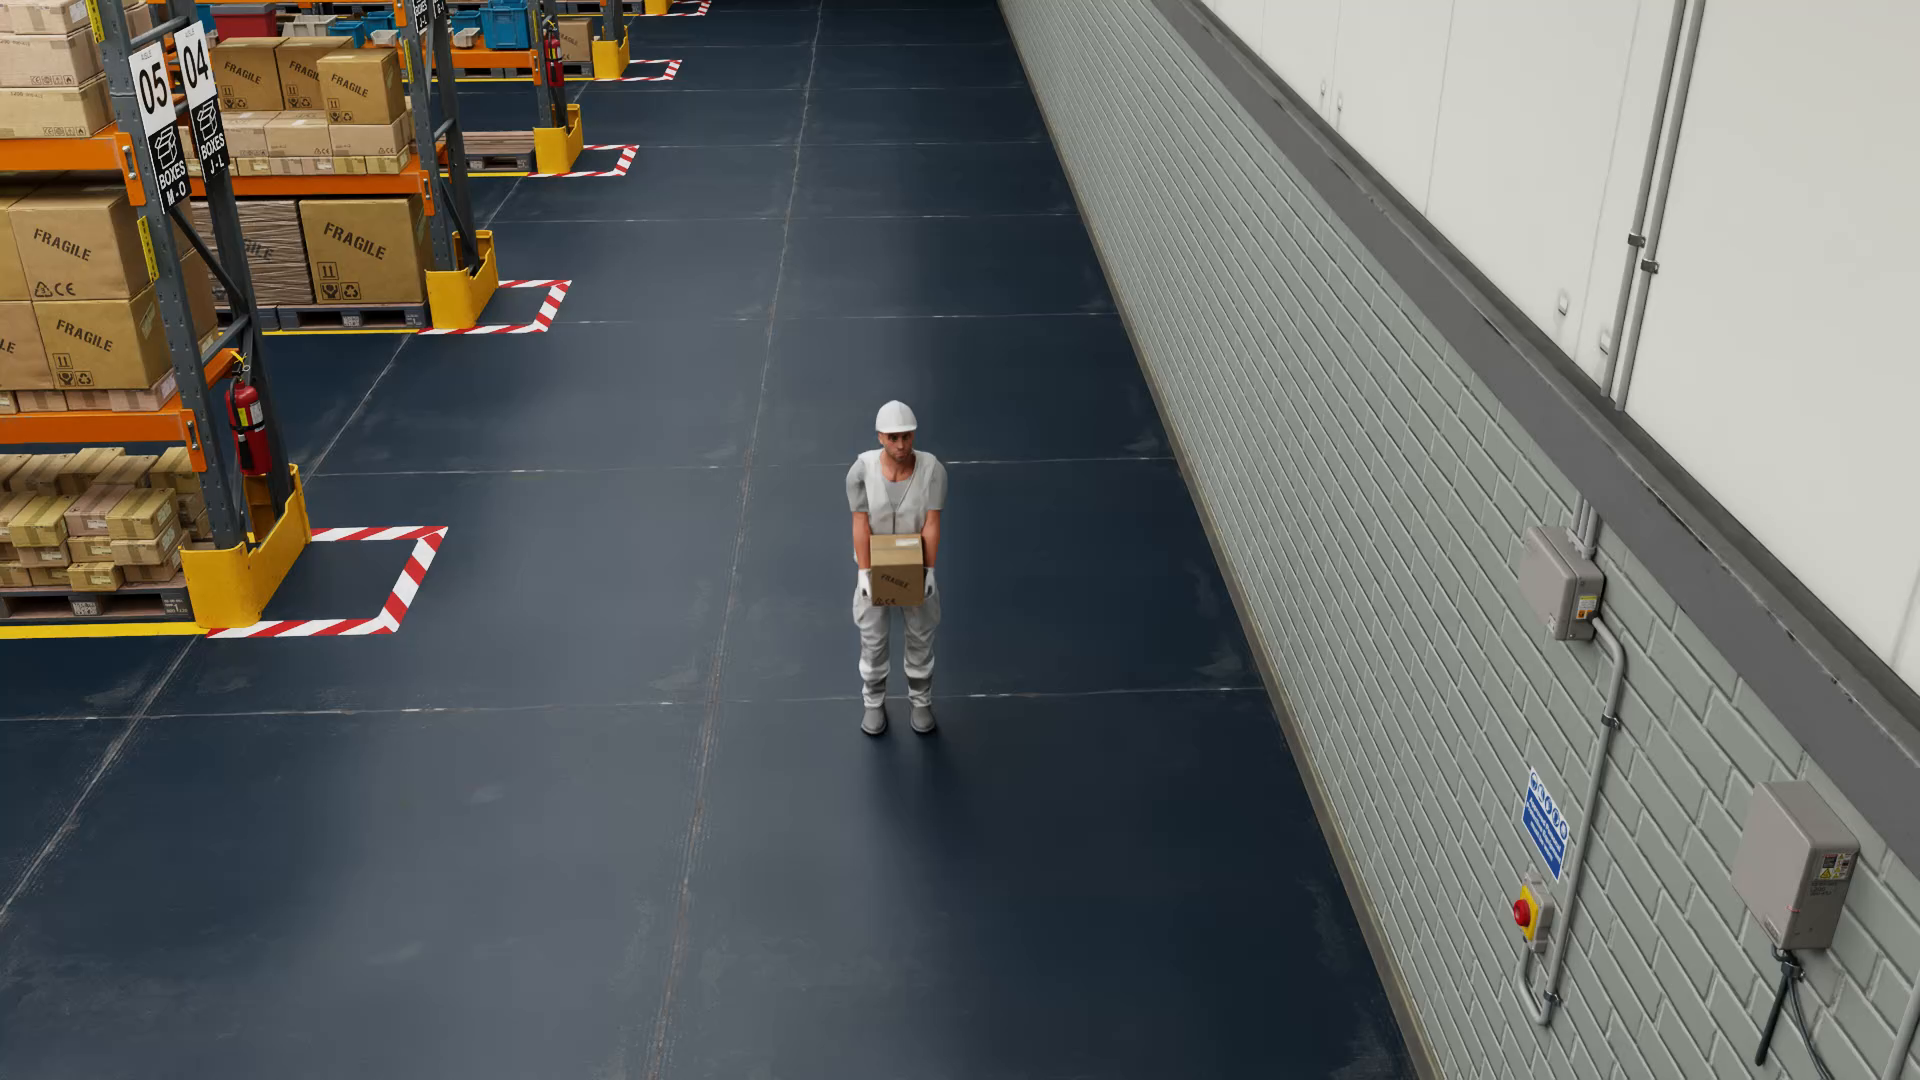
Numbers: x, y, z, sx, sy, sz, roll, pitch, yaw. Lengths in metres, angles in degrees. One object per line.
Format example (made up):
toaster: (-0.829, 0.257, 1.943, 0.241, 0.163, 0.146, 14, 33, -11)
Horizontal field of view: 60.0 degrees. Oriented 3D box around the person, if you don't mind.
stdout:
person: (-0.302, 0.185, 8.235, 0.495, 1.786, 0.558, -1, 27, -2)
